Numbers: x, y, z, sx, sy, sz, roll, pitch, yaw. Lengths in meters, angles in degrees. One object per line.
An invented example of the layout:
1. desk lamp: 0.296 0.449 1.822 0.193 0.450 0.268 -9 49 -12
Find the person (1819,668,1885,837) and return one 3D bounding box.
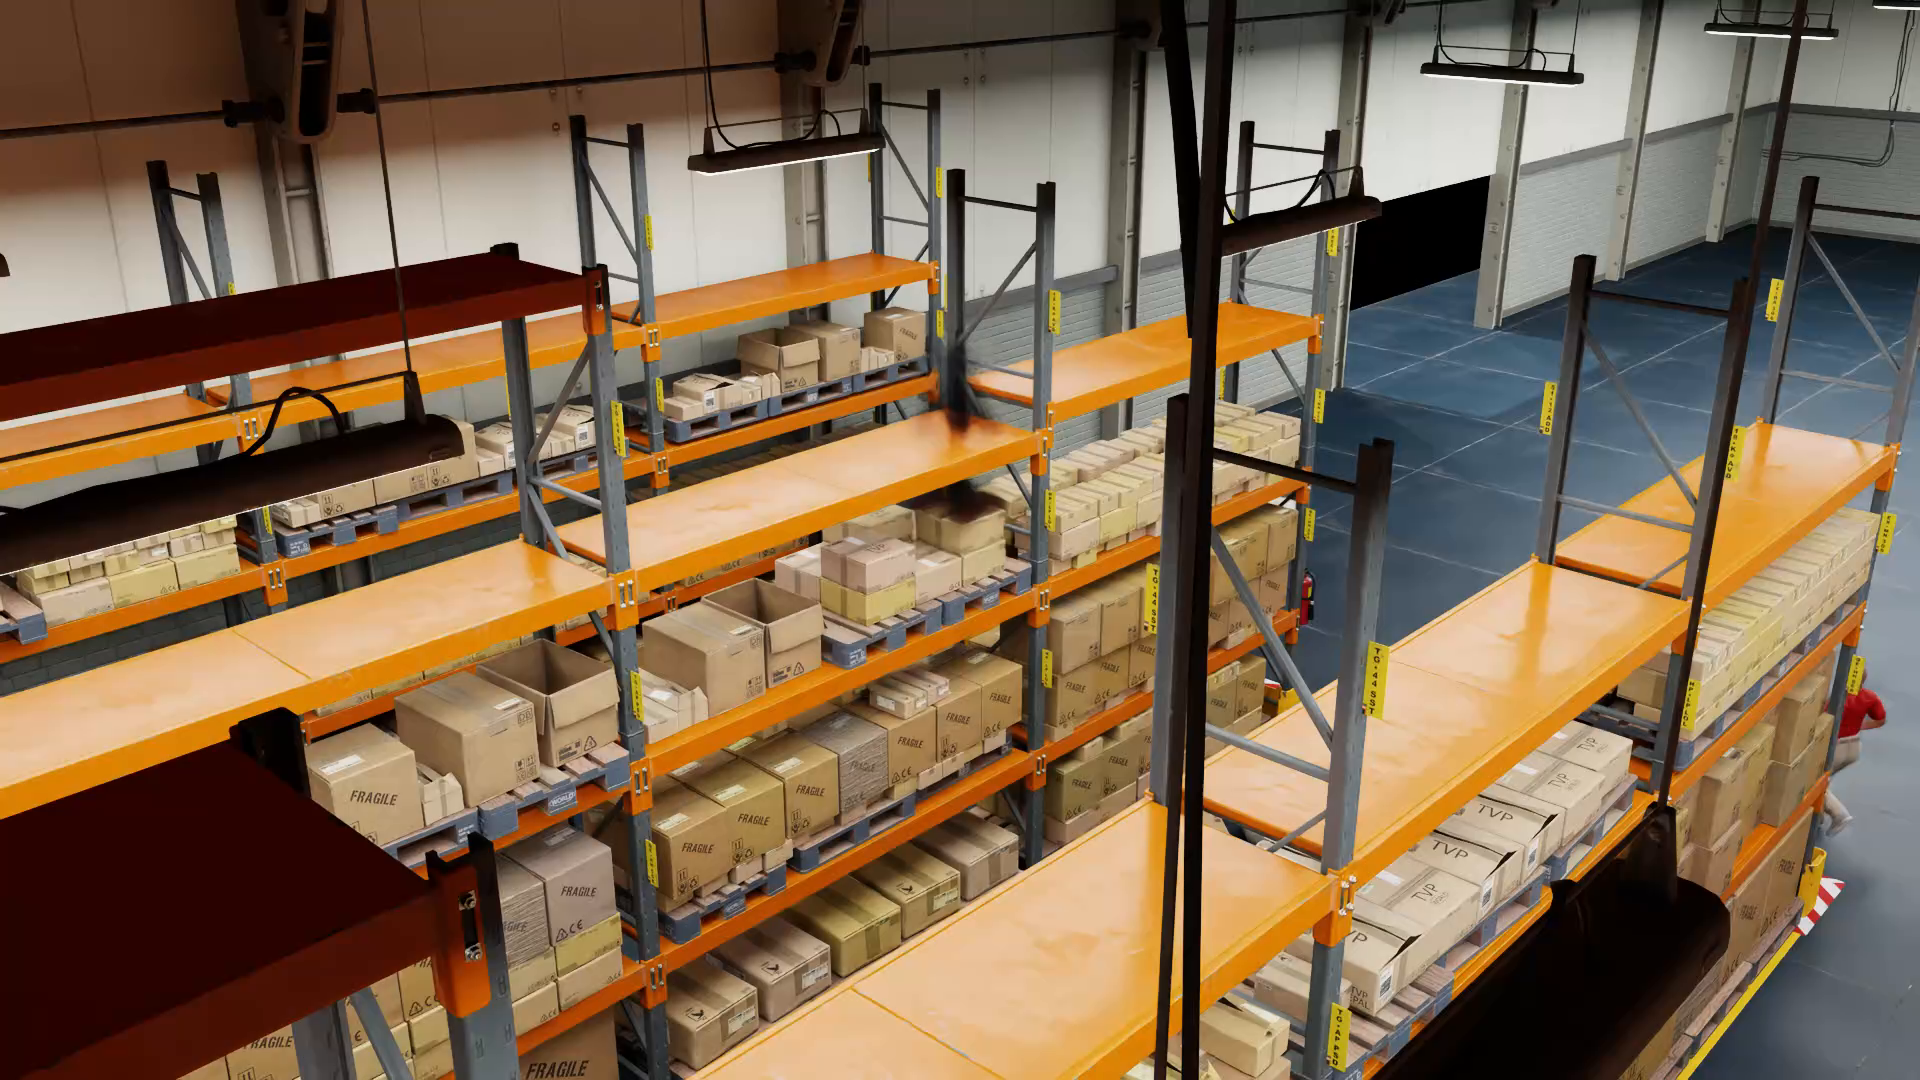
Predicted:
1. person: 7.861 1.869 14.881 0.668 1.677 0.700 -7 22 -17

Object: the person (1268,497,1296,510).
1. person: 3.835 -0.142 20.101 0.697 1.732 1.046 6 22 15
